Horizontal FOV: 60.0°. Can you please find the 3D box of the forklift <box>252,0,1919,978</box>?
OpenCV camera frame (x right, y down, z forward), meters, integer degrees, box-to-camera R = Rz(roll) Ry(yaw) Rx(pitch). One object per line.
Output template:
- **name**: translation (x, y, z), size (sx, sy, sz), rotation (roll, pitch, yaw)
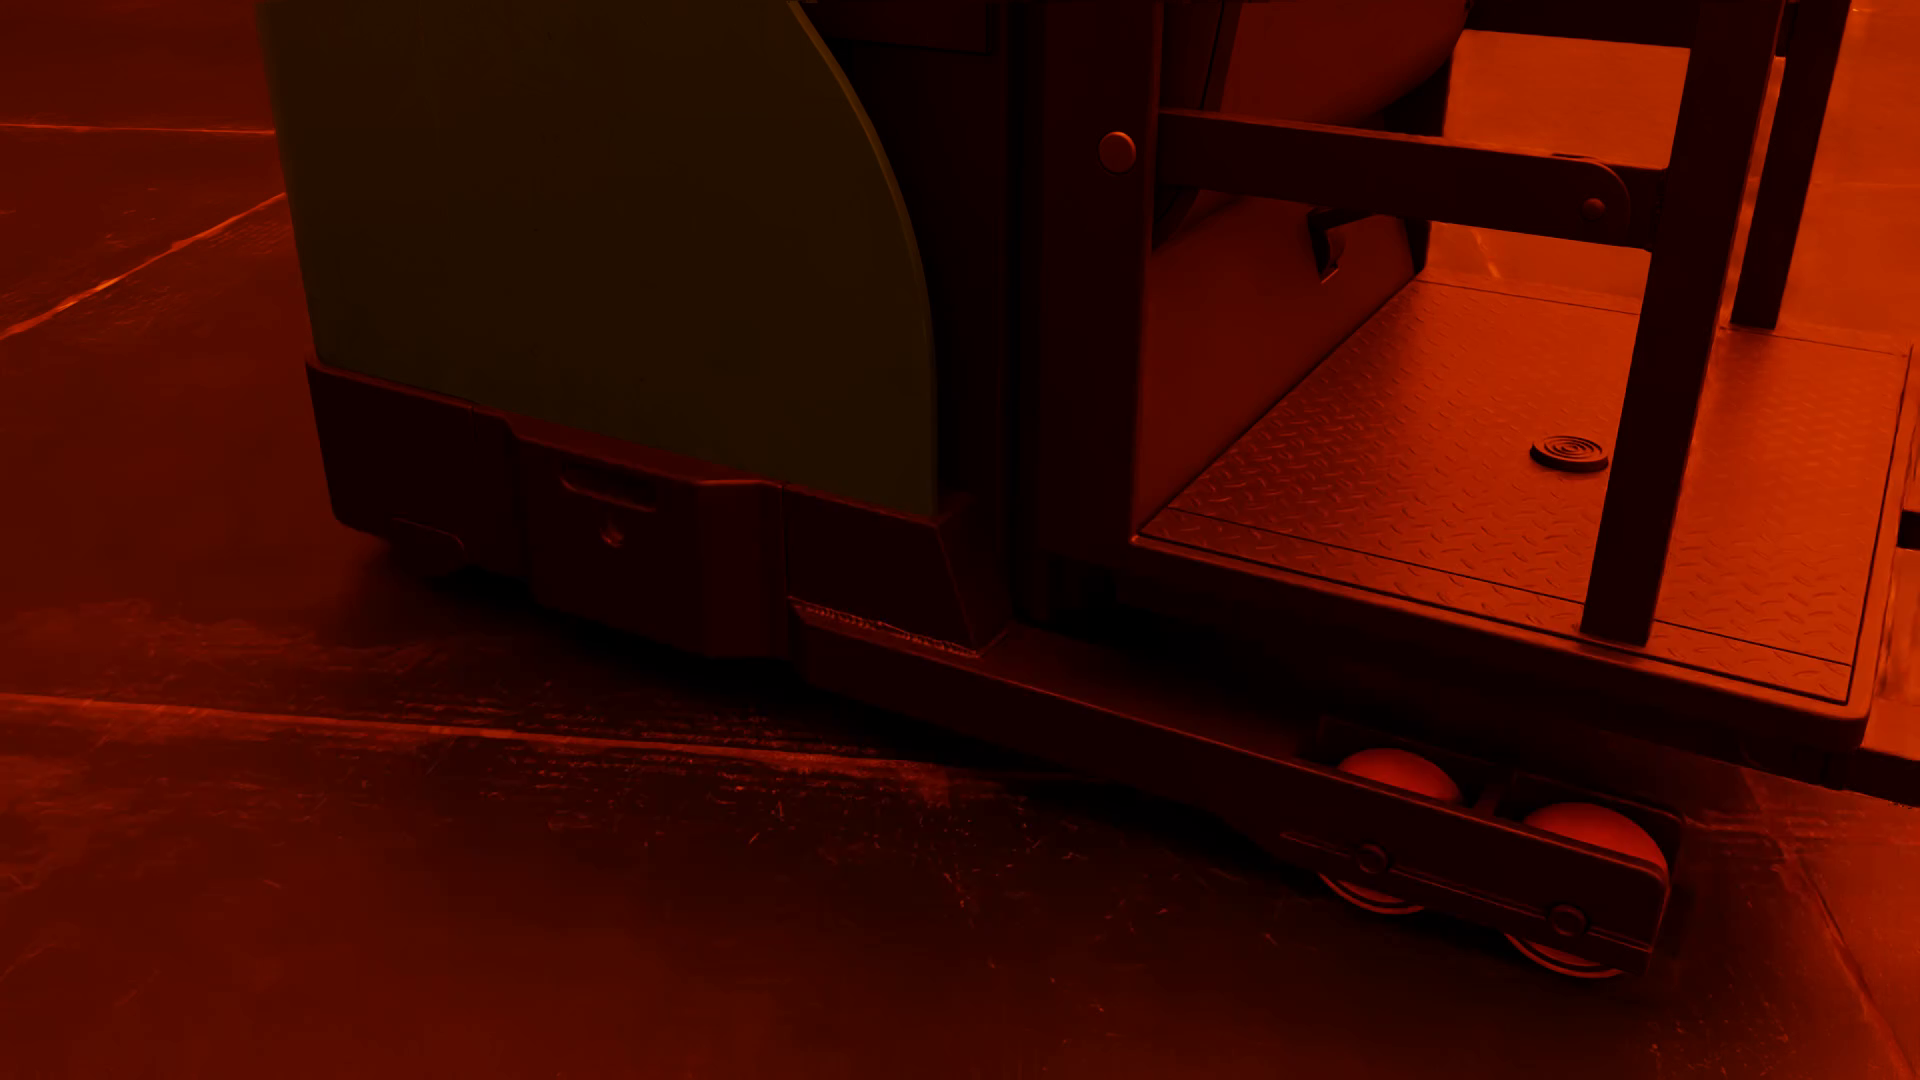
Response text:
- **forklift**: translation (0.616, -1.154, 1.529), size (3.031, 2.935, 1.130), rotation (14, 30, 26)
